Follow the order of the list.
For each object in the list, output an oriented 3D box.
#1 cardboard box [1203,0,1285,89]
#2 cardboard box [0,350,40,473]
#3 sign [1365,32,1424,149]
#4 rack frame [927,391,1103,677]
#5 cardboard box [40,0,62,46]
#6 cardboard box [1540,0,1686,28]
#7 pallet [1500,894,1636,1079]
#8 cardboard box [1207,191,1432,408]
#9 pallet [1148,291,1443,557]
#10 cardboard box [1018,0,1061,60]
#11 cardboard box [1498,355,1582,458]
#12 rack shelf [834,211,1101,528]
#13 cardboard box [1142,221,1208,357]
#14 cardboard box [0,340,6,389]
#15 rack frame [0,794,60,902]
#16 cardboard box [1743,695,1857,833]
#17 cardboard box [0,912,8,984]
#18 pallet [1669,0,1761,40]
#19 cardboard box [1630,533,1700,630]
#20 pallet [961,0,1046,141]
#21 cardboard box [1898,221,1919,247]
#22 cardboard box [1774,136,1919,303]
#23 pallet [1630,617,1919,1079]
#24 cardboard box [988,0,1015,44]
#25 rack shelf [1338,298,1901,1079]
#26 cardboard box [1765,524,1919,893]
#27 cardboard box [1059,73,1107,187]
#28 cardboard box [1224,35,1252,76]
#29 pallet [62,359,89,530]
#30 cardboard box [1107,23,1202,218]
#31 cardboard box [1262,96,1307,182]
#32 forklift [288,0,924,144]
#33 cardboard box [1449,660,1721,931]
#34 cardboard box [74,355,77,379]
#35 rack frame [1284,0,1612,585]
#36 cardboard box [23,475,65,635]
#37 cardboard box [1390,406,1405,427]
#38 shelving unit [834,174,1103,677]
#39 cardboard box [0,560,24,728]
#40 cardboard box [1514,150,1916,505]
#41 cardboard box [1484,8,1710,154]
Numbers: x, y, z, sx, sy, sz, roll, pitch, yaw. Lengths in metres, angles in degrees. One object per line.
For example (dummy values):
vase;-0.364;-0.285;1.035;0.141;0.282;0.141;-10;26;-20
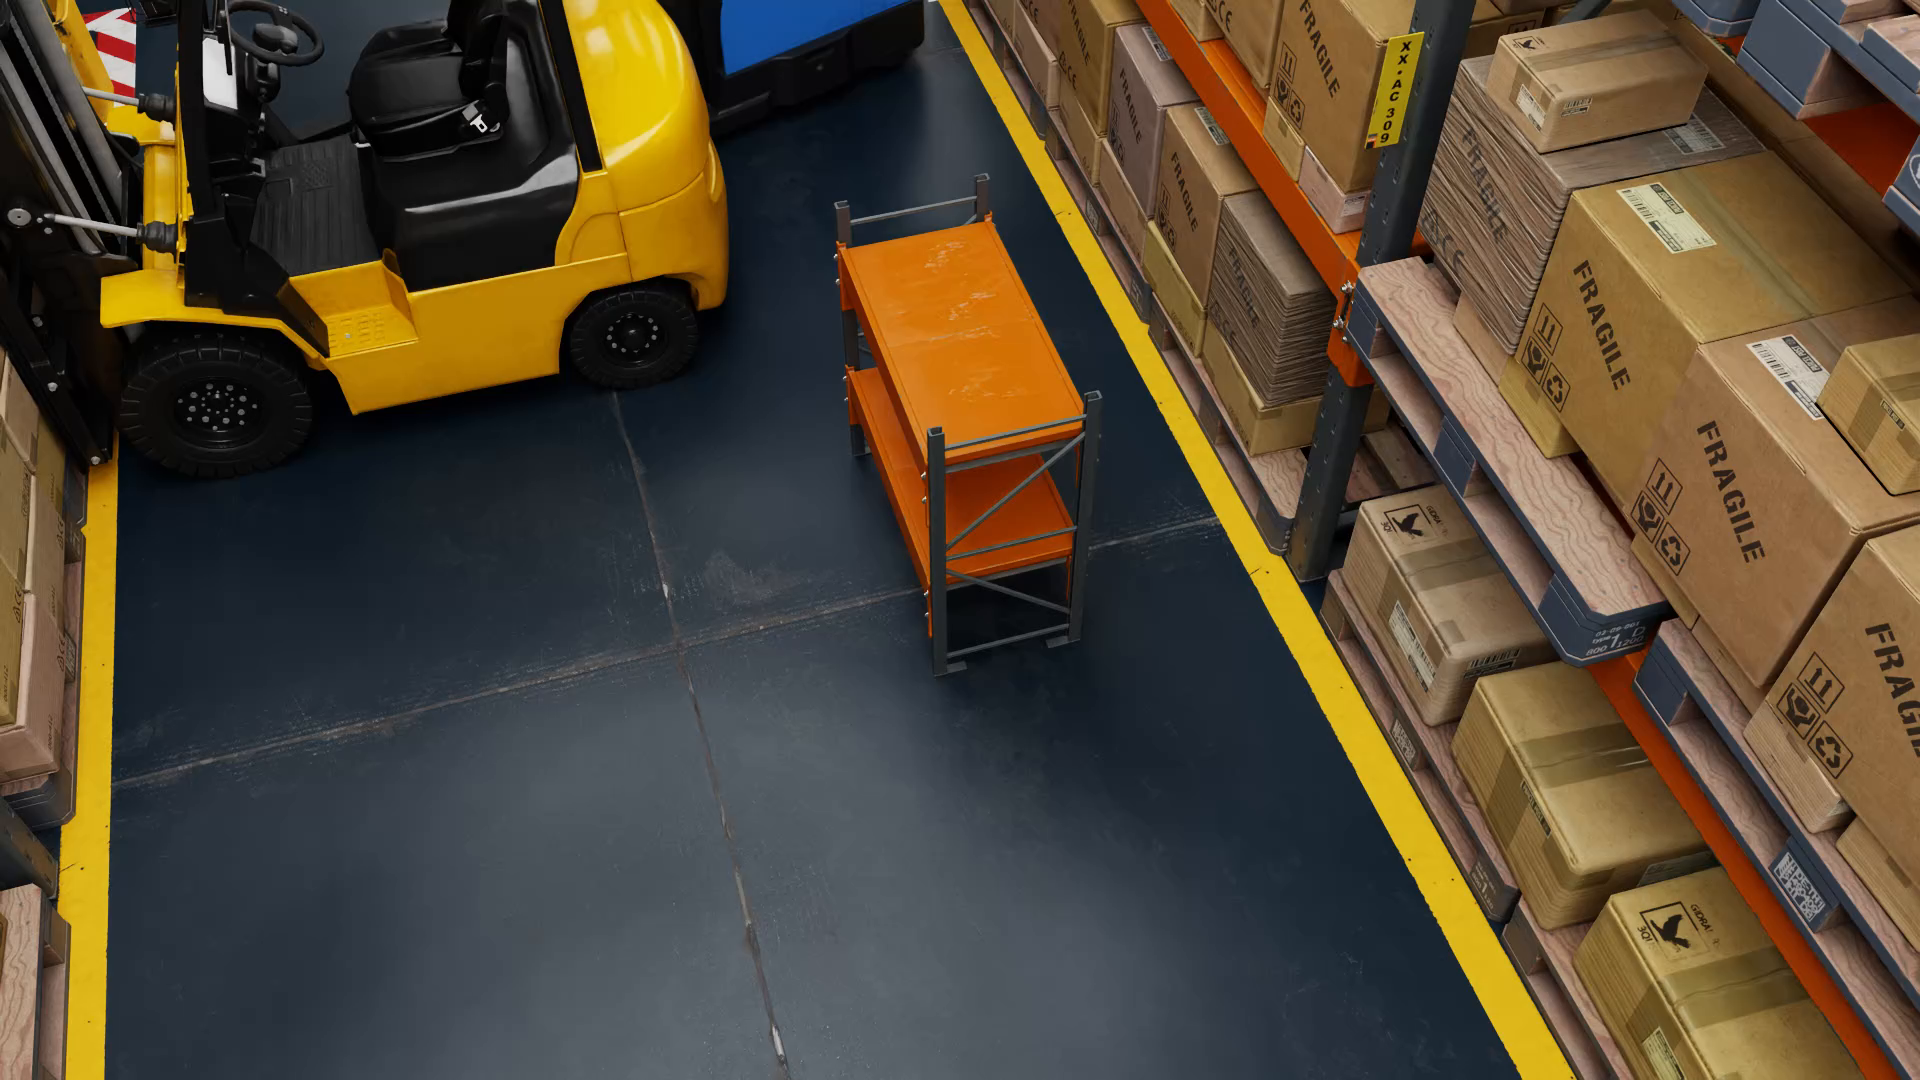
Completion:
cardboard box;1.079;-1.743;4.998;0.500;0.500;0.500;-12;51;-10
cardboard box;-3.271;-0.418;5.337;0.500;0.250;0.500;-14;51;-11
sign;1.090;-1.123;4.169;0.100;0.325;0.005;-13;51;-11
rack frame;0.152;0.014;5.003;0.500;1.125;0.032;-13;51;-11
cardboard box;-3.874;-1.894;6.582;0.500;0.250;0.500;-14;51;-11
cardboard box;1.743;-1.485;4.780;0.500;0.500;0.500;-13;51;-11
pallet;2.203;1.387;4.442;1.003;0.211;1.213;-13;51;-11
cardboard box;1.175;-0.834;5.525;0.500;0.500;0.500;-14;51;-11
pallet;1.374;-0.556;6.081;1.003;0.211;1.213;-13;51;-11
cardboard box;0.564;-2.335;6.790;0.500;0.500;0.500;-15;52;-12
cardboard box;1.534;-0.367;3.987;0.380;0.149;0.250;-12;51;-10
rack shelf;0.002;-0.546;5.092;0.538;0.278;1.000;-13;51;-11
cardboard box;1.008;-0.979;6.137;0.500;0.250;0.500;-15;51;-12
cardboard box;-3.277;-0.579;5.146;0.500;0.250;0.500;-12;51;-10
rack frame;-3.134;0.153;3.659;1.000;3.000;0.127;-13;51;-11
cardboard box;1.827;0.407;3.335;0.380;0.149;0.250;-12;51;-10
cardboard box;-2.969;1.161;4.088;0.875;0.625;0.625;-11;51;-9
pallet;1.687;-1.404;3.132;1.213;0.211;1.003;-13;51;-11
cardboard box;1.727;0.020;3.661;0.380;0.149;0.250;-13;51;-10
pallet;0.653;-2.338;7.583;1.003;0.211;1.213;-13;51;-11
cardboard box;2.175;-0.658;3.384;0.380;0.149;0.250;-15;51;-12
cardboard box;2.110;-0.588;3.749;0.500;0.500;0.500;-13;51;-11
pallet;2.165;0.575;3.429;1.003;0.211;1.213;-13;51;-11
cardboard box;0.398;-2.491;7.412;0.500;0.250;0.500;-14;51;-11
rack shelf;2.198;0.720;3.651;1.077;0.370;4.000;-13;51;-11
cardboard box;1.915;0.274;3.022;0.500;0.500;0.500;-15;52;-12
cardboard box;0.715;-1.721;6.763;0.500;0.250;0.500;-10;51;-9
cardboard box;1.077;-1.631;5.327;0.380;0.149;0.250;-14;51;-11
pallet;-3.694;-0.431;5.976;1.003;0.211;1.213;-13;51;-11
cardboard box;0.871;-1.578;6.152;0.500;0.500;0.500;-11;51;-9
cardboard box;1.140;-1.238;4.996;0.380;0.149;0.250;-12;51;-10
forklift;-1.650;-2.803;6.196;3.031;2.935;1.130;-30;56;-23
cardboard box;1.980;0.646;4.687;0.950;0.372;0.625;-10;51;-9
cardboard box;-3.424;-0.639;5.851;0.500;0.250;0.500;-12;51;-10
rack frame;1.607;-0.972;4.608;1.000;3.000;0.127;-13;51;-11
cardboard box;-3.126;0.108;5.221;0.500;0.250;0.500;-14;51;-12
cardboard box;1.690;-0.713;5.913;0.500;0.250;0.500;-15;52;-13
shelving unit;0.002;-0.358;5.316;0.538;1.125;1.048;-13;51;-11
cardboard box;-2.982;0.319;4.716;0.500;0.250;0.500;-14;51;-11
cardboard box;1.620;-0.463;3.644;0.500;0.500;0.500;-13;51;-11
cardboard box;1.408;-1.021;3.690;0.380;0.149;0.250;-14;51;-11
